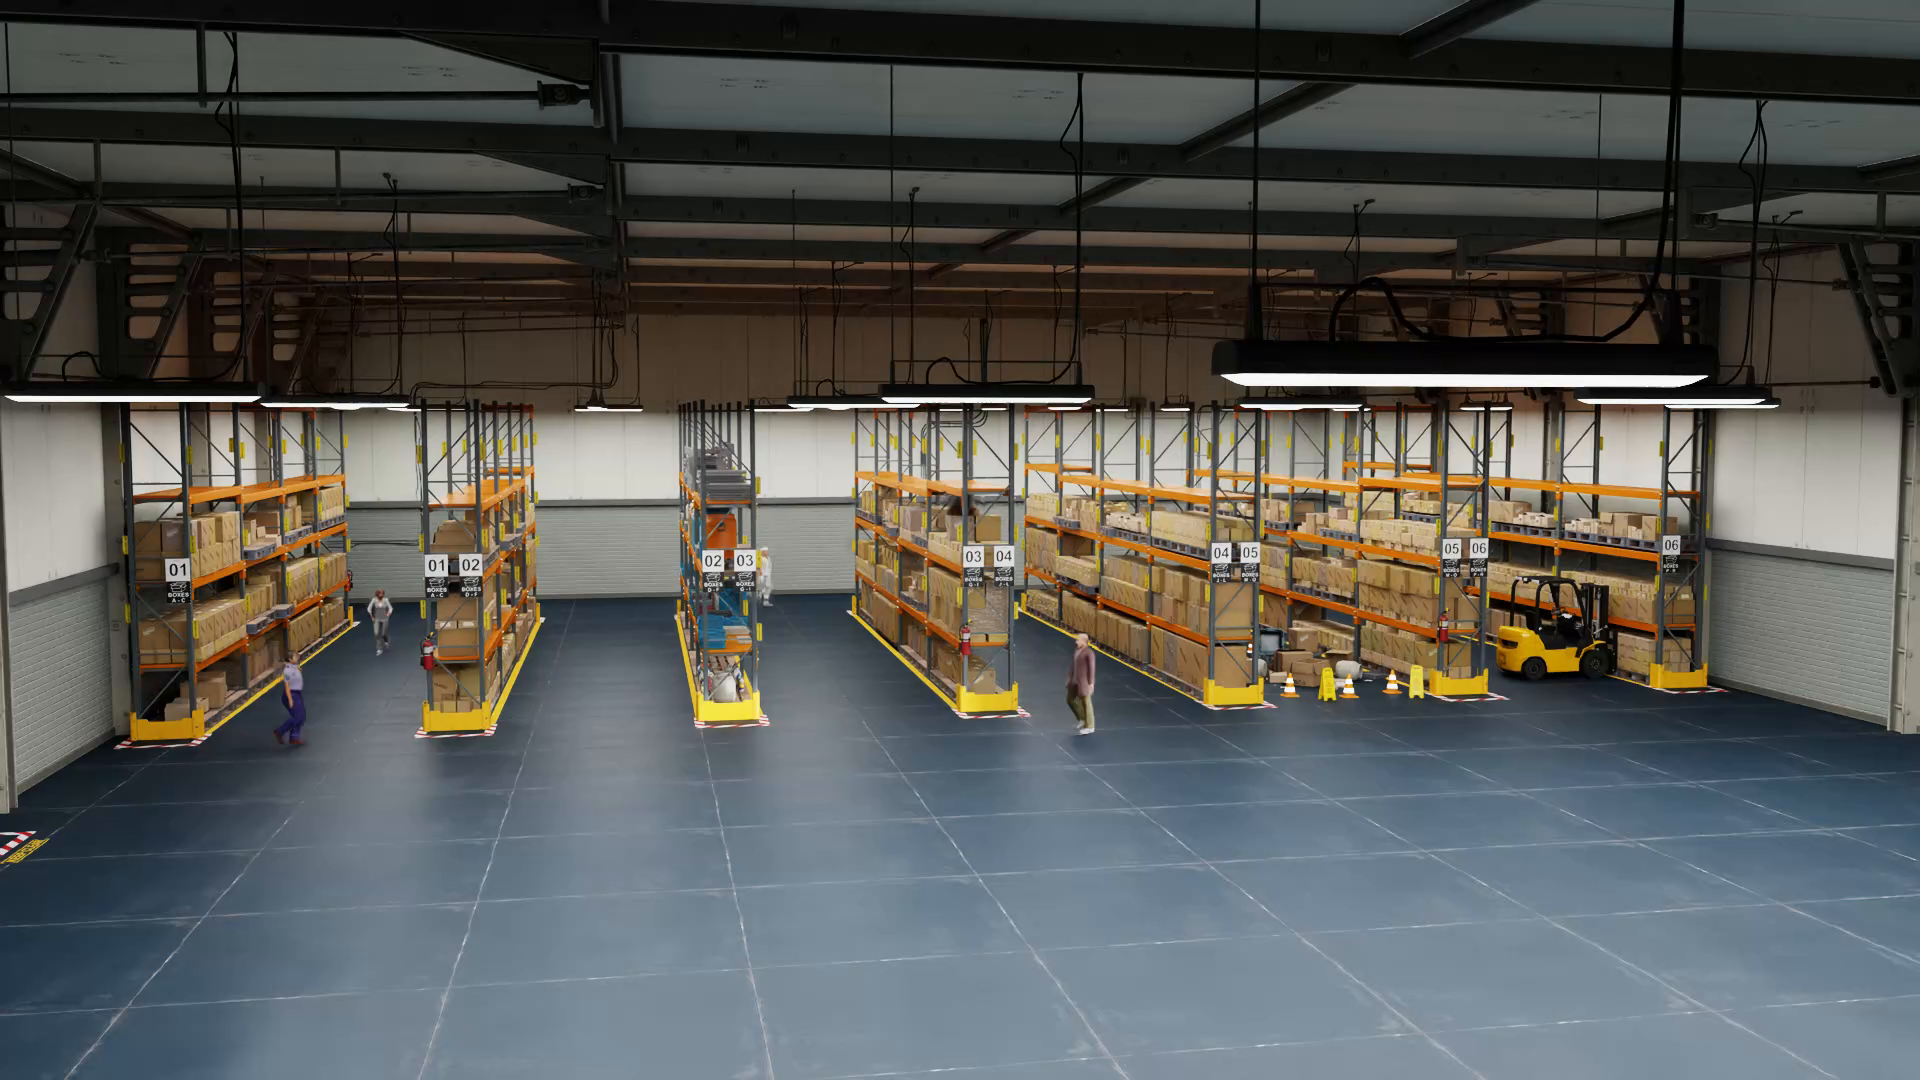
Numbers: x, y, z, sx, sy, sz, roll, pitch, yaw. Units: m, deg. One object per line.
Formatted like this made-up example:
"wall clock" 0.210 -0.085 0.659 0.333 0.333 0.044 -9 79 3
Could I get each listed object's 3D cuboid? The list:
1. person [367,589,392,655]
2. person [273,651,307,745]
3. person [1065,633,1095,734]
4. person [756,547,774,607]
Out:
"person" -13.915 1.947 39.886 0.543 1.590 0.648 0 4 -6
"person" -11.569 2.723 28.680 0.512 1.630 0.498 -1 4 -11
"person" 2.190 2.567 29.915 0.508 1.788 0.622 -3 5 -31
"person" -5.804 1.091 49.404 0.534 1.778 0.584 0 4 -6
